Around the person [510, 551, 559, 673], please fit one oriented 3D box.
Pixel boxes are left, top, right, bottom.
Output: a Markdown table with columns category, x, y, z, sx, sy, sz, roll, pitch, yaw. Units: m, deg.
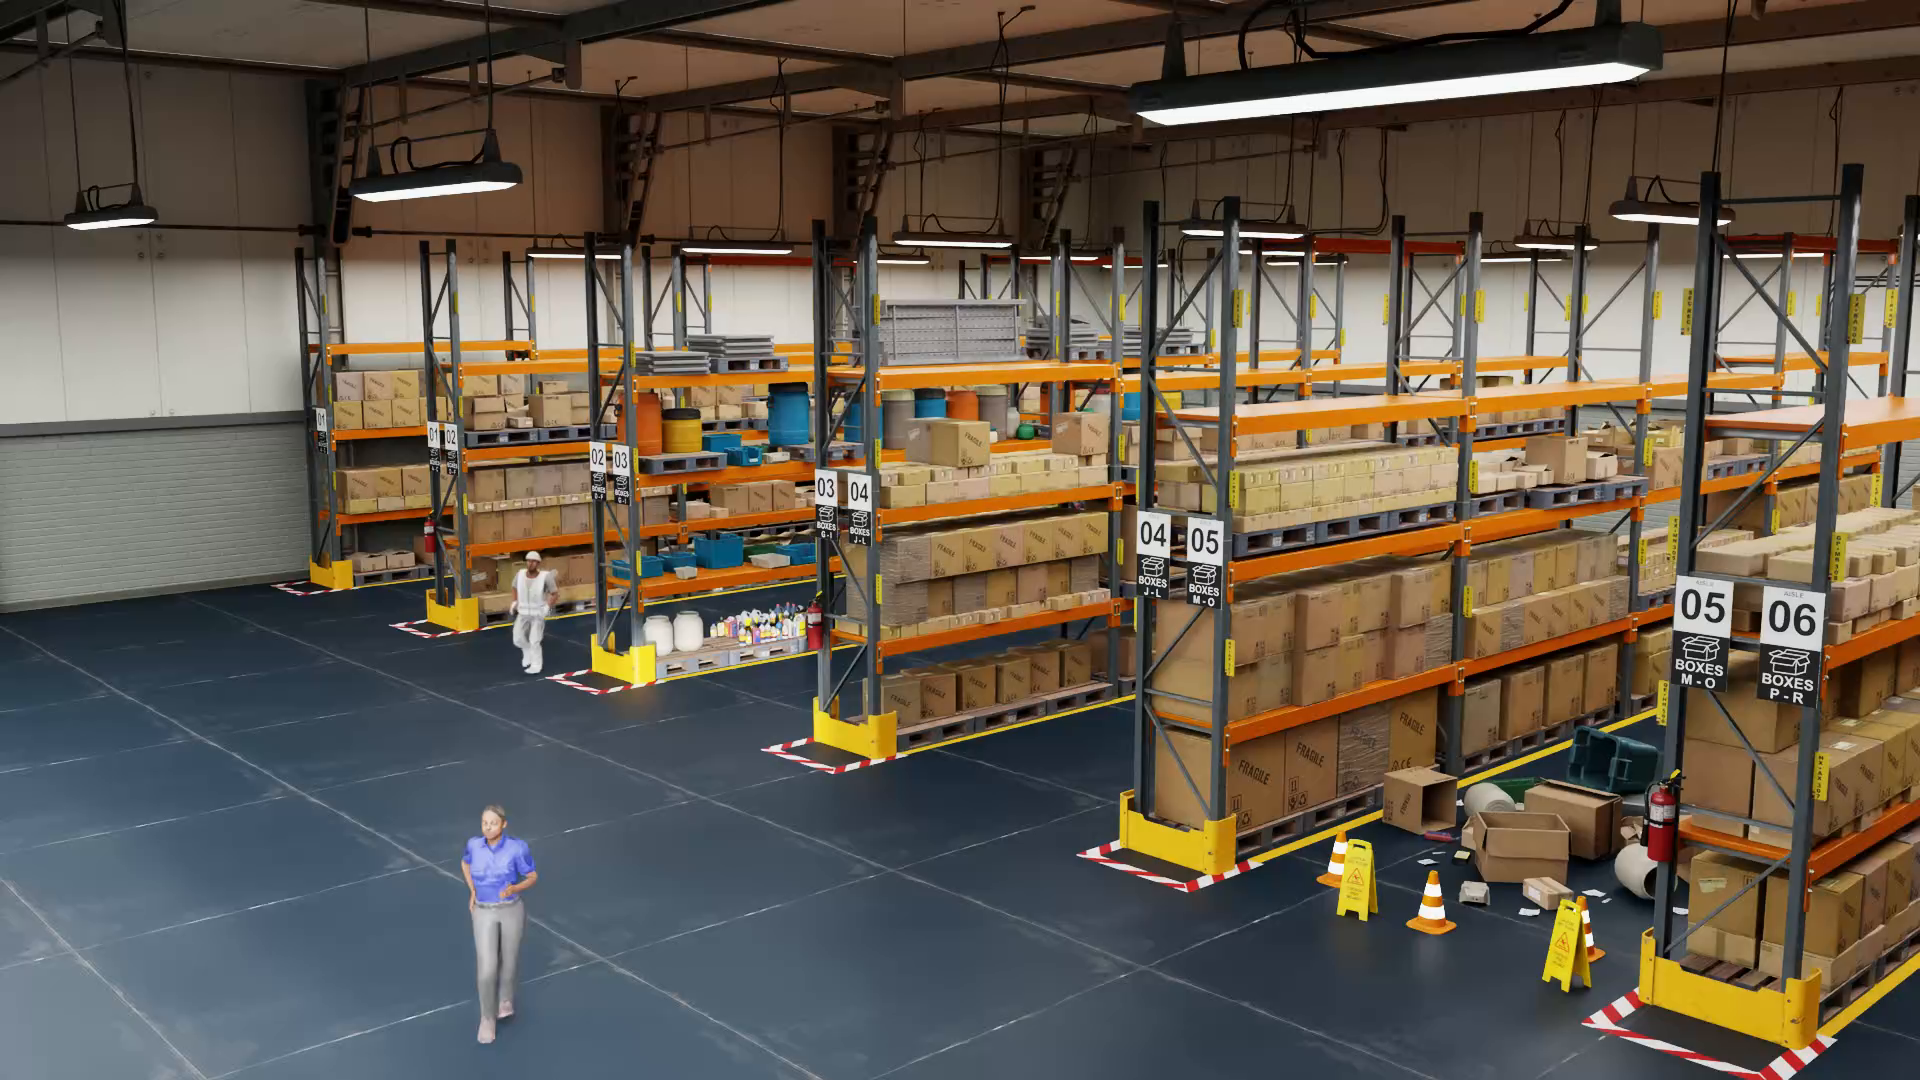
| category | x | y | z | sx | sy | sz | roll | pitch | yaw |
| --- | --- | --- | --- | --- | --- | --- | --- | --- | --- |
| person | -5.835 | 1.005 | 22.719 | 0.691 | 1.731 | 0.563 | 1 | 8 | 6 |

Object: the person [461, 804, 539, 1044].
| category | x | y | z | sx | sy | sz | roll | pitch | yaw |
| --- | --- | --- | --- | --- | --- | --- | --- | --- | --- |
| person | -3.222 | 2.679 | 11.662 | 0.546 | 1.708 | 0.711 | -2 | 9 | -11 |
